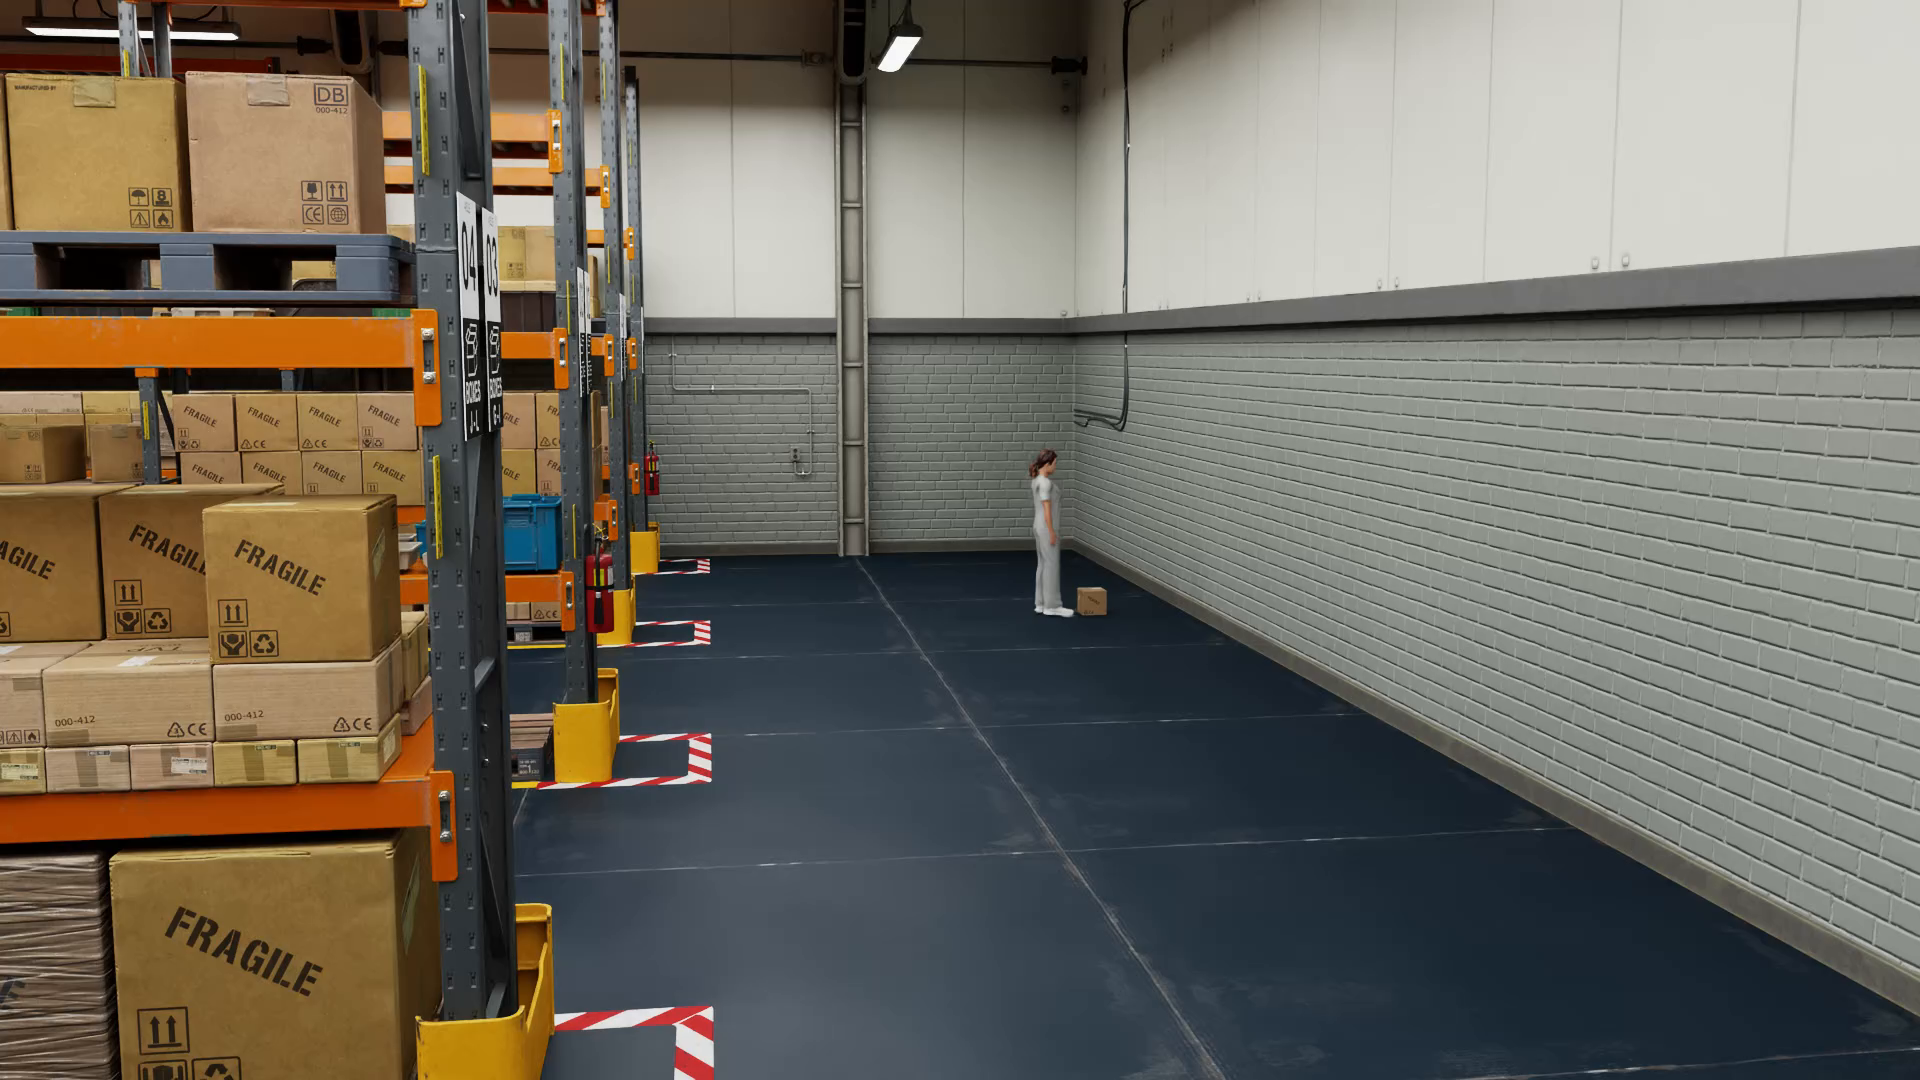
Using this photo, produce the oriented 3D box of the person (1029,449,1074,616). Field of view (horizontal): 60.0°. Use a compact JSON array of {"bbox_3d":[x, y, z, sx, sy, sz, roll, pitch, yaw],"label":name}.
[{"bbox_3d":[0.910,-0.086,16.916,0.455,1.684,0.448,-1,7,-9],"label":"person"}]
